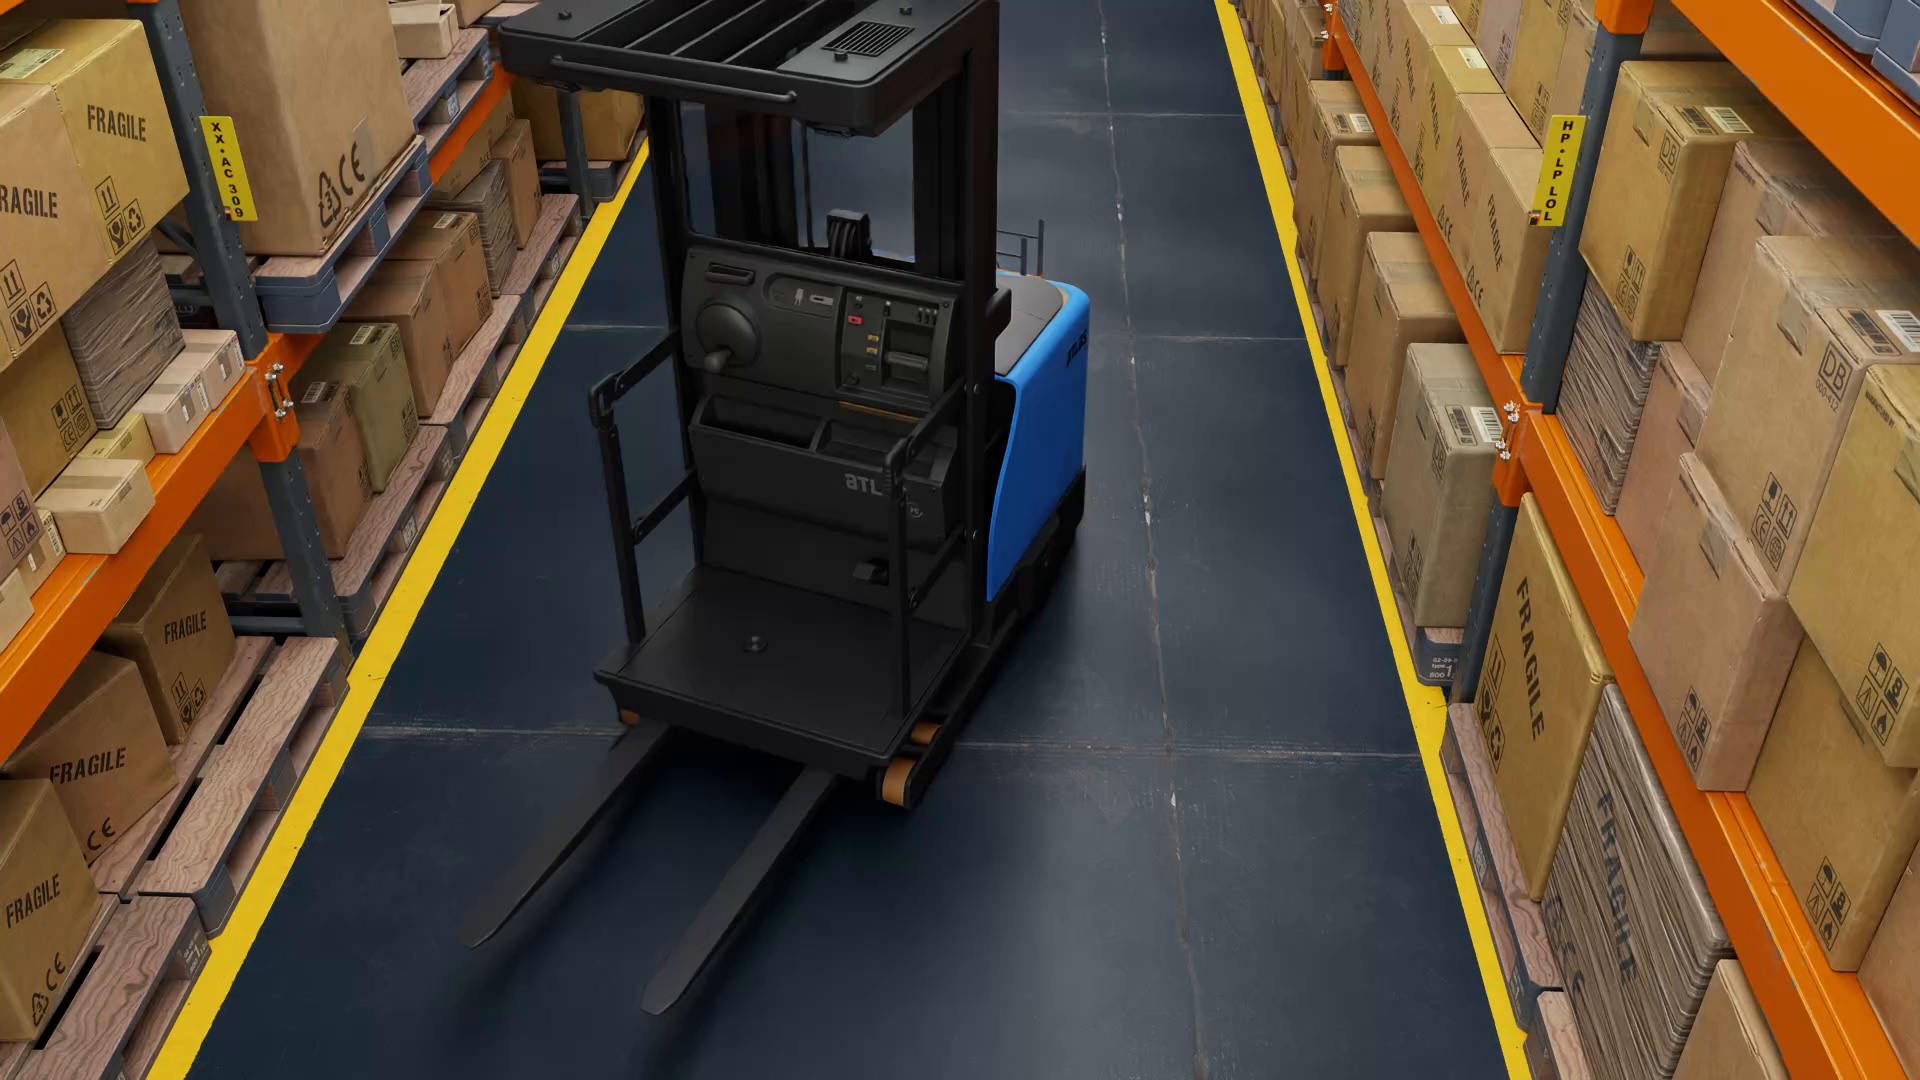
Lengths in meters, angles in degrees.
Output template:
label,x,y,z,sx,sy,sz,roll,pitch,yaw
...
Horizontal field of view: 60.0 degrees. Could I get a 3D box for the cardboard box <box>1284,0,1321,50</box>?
label,x,y,z,sx,sy,sz,roll,pitch,yaw
cardboard box,2.161,-3.030,9.610,0.500,0.250,0.500,2,35,3

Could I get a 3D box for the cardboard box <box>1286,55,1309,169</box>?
label,x,y,z,sx,sy,sz,roll,pitch,yaw
cardboard box,2.151,-2.418,9.391,0.500,0.500,0.500,1,35,2

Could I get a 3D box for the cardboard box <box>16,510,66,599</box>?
label,x,y,z,sx,sy,sz,roll,pitch,yaw
cardboard box,-2.572,0.046,4.295,0.380,0.149,0.250,1,35,2

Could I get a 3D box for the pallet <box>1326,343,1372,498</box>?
label,x,y,z,sx,sy,sz,roll,pitch,yaw
pallet,2.227,-0.594,7.412,1.003,0.211,1.213,1,35,2

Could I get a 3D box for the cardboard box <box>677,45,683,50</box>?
label,x,y,z,sx,sy,sz,roll,pitch,yaw
cardboard box,-2.446,-3.777,10.998,1.225,0.875,0.875,0,35,0

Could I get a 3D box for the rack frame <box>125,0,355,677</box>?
label,x,y,z,sx,sy,sz,roll,pitch,yaw
rack frame,-2.727,-0.760,5.222,1.000,3.000,0.127,1,35,2

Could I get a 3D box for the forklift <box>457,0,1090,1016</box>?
label,x,y,z,sx,sy,sz,roll,pitch,yaw
forklift,-0.538,-0.599,5.053,1.130,2.935,3.031,14,37,19

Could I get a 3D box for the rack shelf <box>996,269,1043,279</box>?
label,x,y,z,sx,sy,sz,roll,pitch,yaw
rack shelf,0.178,-0.982,6.554,0.258,0.103,0.180,14,37,19

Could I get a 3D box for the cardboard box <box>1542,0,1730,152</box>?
label,x,y,z,sx,sy,sz,roll,pitch,yaw
cardboard box,2.239,-1.322,5.066,0.700,0.500,0.500,1,35,1

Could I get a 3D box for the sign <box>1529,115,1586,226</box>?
label,x,y,z,sx,sy,sz,roll,pitch,yaw
sign,1.683,-1.035,4.676,0.100,0.325,0.005,1,35,2

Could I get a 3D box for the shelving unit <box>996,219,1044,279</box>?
label,x,y,z,sx,sy,sz,roll,pitch,yaw
shelving unit,0.178,-0.723,6.736,0.258,1.200,0.189,14,37,19

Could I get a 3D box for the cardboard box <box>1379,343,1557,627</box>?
label,x,y,z,sx,sy,sz,roll,pitch,yaw
cardboard box,2.160,-0.197,6.013,1.050,0.750,0.750,1,35,2

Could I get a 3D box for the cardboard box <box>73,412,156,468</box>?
label,x,y,z,sx,sy,sz,roll,pitch,yaw
cardboard box,-2.531,-0.241,4.703,0.380,0.149,0.250,1,35,2

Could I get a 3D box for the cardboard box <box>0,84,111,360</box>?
label,x,y,z,sx,sy,sz,roll,pitch,yaw
cardboard box,-2.489,-0.779,4.035,0.500,0.500,0.500,1,35,2

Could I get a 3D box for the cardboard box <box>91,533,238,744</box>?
label,x,y,z,sx,sy,sz,roll,pitch,yaw
cardboard box,-2.783,0.320,5.495,0.500,0.500,0.500,0,35,0

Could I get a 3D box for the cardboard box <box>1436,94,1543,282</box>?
label,x,y,z,sx,sy,sz,roll,pitch,yaw
cardboard box,1.999,-1.224,5.796,0.500,0.500,0.500,1,35,1

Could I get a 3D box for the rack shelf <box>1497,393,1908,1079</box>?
label,x,y,z,sx,sy,sz,roll,pitch,yaw
rack shelf,2.145,0.856,3.548,1.077,0.370,4.000,1,35,2

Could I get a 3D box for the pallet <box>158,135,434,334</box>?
label,x,y,z,sx,sy,sz,roll,pitch,yaw
pallet,-2.551,-1.117,5.897,1.003,0.211,1.213,1,35,2

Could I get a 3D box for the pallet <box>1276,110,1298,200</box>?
label,x,y,z,sx,sy,sz,roll,pitch,yaw
pallet,2.419,-2.193,9.687,1.003,0.211,1.213,1,35,2

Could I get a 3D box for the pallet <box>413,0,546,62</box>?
label,x,y,z,sx,sy,sz,roll,pitch,yaw
pallet,-2.488,-2.567,7.961,1.213,0.211,1.003,1,35,2

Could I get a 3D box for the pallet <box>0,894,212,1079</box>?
label,x,y,z,sx,sy,sz,roll,pitch,yaw
pallet,-2.765,1.471,4.474,1.003,0.211,1.213,1,35,2

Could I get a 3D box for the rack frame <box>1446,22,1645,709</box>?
label,x,y,z,sx,sy,sz,roll,pitch,yaw
rack frame,2.225,-0.587,4.977,1.000,3.000,0.127,1,35,2

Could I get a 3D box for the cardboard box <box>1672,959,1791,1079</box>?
label,x,y,z,sx,sy,sz,roll,pitch,yaw
cardboard box,2.059,1.512,3.473,0.875,0.875,0.875,1,35,1

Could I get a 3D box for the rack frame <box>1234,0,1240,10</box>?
label,x,y,z,sx,sy,sz,roll,pitch,yaw
rack frame,2.547,-5.183,11.517,1.000,3.000,0.127,1,35,2

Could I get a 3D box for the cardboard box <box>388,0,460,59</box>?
label,x,y,z,sx,sy,sz,roll,pitch,yaw
cardboard box,-2.363,-2.210,7.038,0.396,0.266,0.258,0,35,1

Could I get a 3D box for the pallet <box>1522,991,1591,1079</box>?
label,x,y,z,sx,sy,sz,roll,pitch,yaw
pallet,2.070,1.692,4.159,1.003,0.211,1.213,1,35,2

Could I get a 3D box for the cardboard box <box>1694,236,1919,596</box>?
label,x,y,z,sx,sy,sz,roll,pitch,yaw
cardboard box,2.111,-0.253,3.432,0.875,0.550,0.550,1,35,2

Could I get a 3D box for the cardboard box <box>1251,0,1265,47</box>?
label,x,y,z,sx,sy,sz,roll,pitch,yaw
cardboard box,2.232,-3.610,11.087,0.500,0.500,0.500,3,35,4

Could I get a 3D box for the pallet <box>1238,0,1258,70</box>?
label,x,y,z,sx,sy,sz,roll,pitch,yaw
pallet,2.517,-3.595,11.682,1.003,0.211,1.213,1,35,2

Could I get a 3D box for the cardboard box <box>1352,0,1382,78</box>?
label,x,y,z,sx,sy,sz,roll,pitch,yaw
cardboard box,2.080,-2.382,7.444,0.500,0.500,0.500,1,35,1

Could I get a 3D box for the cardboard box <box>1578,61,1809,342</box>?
label,x,y,z,sx,sy,sz,roll,pitch,yaw
cardboard box,2.176,-0.879,4.323,0.875,0.550,0.550,1,35,2

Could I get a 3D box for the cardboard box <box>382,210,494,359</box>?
label,x,y,z,sx,sy,sz,roll,pitch,yaw
cardboard box,-2.598,-1.185,7.619,0.700,0.500,0.500,4,35,6

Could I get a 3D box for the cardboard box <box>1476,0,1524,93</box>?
label,x,y,z,sx,sy,sz,roll,pitch,yaw
cardboard box,2.279,-1.908,5.900,0.700,0.500,0.500,2,35,2

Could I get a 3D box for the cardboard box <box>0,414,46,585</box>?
label,x,y,z,sx,sy,sz,roll,pitch,yaw
cardboard box,-2.781,-0.089,3.922,0.875,0.500,0.500,1,35,2

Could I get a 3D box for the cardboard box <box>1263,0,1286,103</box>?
label,x,y,z,sx,sy,sz,roll,pitch,yaw
cardboard box,2.181,-3.021,10.248,0.500,0.500,0.500,0,35,0

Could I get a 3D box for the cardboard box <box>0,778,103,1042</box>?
label,x,y,z,sx,sy,sz,roll,pitch,yaw
cardboard box,-2.745,1.008,4.516,0.500,0.500,0.500,-2,35,-2

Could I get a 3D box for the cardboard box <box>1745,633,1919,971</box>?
label,x,y,z,sx,sy,sz,roll,pitch,yaw
cardboard box,2.162,0.495,3.307,0.875,0.550,0.500,1,35,2

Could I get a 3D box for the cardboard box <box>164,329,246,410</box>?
label,x,y,z,sx,sy,sz,roll,pitch,yaw
cardboard box,-2.442,-0.527,5.109,0.380,0.149,0.250,1,35,2

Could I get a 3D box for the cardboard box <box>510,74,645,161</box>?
label,x,y,z,sx,sy,sz,roll,pitch,yaw
cardboard box,-2.518,-2.756,9.546,1.225,0.875,0.875,0,35,0

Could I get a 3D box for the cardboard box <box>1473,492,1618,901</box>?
label,x,y,z,sx,sy,sz,roll,pitch,yaw
cardboard box,2.130,0.470,4.955,0.875,0.875,0.875,2,35,3

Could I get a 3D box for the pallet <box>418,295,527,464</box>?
label,x,y,z,sx,sy,sz,roll,pitch,yaw
pallet,-2.651,-0.769,7.660,1.003,0.211,1.213,1,35,2

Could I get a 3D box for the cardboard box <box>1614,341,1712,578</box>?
label,x,y,z,sx,sy,sz,roll,pitch,yaw
cardboard box,2.223,-0.120,4.181,0.875,0.550,0.550,1,35,2

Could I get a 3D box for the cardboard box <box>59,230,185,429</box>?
label,x,y,z,sx,sy,sz,roll,pitch,yaw
cardboard box,-2.807,-0.665,4.742,0.875,0.500,0.500,1,35,2

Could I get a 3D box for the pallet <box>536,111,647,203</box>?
label,x,y,z,sx,sy,sz,roll,pitch,yaw
pallet,-2.459,-2.368,9.936,1.003,0.211,1.213,1,35,2

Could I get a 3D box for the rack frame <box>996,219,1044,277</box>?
label,x,y,z,sx,sy,sz,roll,pitch,yaw
rack frame,0.213,-0.772,6.805,0.240,1.200,0.006,14,37,19

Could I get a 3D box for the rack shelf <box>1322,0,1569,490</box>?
label,x,y,z,sx,sy,sz,roll,pitch,yaw
rack shelf,2.306,-1.442,6.818,1.077,0.370,4.000,1,35,2

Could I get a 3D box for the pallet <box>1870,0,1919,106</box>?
label,x,y,z,sx,sy,sz,roll,pitch,yaw
pallet,2.130,-0.609,2.476,1.003,0.211,1.213,1,35,2

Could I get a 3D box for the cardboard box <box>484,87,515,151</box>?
label,x,y,z,sx,sy,sz,roll,pitch,yaw
cardboard box,-2.563,-2.136,8.320,0.500,0.250,0.500,3,35,4

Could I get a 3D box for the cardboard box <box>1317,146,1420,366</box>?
label,x,y,z,sx,sy,sz,roll,pitch,yaw
cardboard box,2.240,-1.286,7.563,1.050,0.750,0.750,2,35,3

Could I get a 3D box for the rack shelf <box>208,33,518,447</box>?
label,x,y,z,sx,sy,sz,roll,pitch,yaw
rack shelf,-2.646,-1.614,7.064,1.077,0.370,4.000,1,35,2

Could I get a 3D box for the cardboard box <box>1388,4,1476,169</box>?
label,x,y,z,sx,sy,sz,roll,pitch,yaw
cardboard box,2.038,-1.806,6.624,0.500,0.500,0.500,1,35,1

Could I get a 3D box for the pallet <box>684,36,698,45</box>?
label,x,y,z,sx,sy,sz,roll,pitch,yaw
pallet,-2.361,-3.770,11.931,1.003,0.211,1.213,1,35,2

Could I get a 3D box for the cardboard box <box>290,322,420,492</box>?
label,x,y,z,sx,sy,sz,roll,pitch,yaw
cardboard box,-2.643,-0.543,6.705,0.700,0.500,0.500,1,35,2

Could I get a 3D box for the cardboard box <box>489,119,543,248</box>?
label,x,y,z,sx,sy,sz,roll,pitch,yaw
cardboard box,-2.573,-1.830,8.536,0.700,0.500,0.500,0,35,-1
